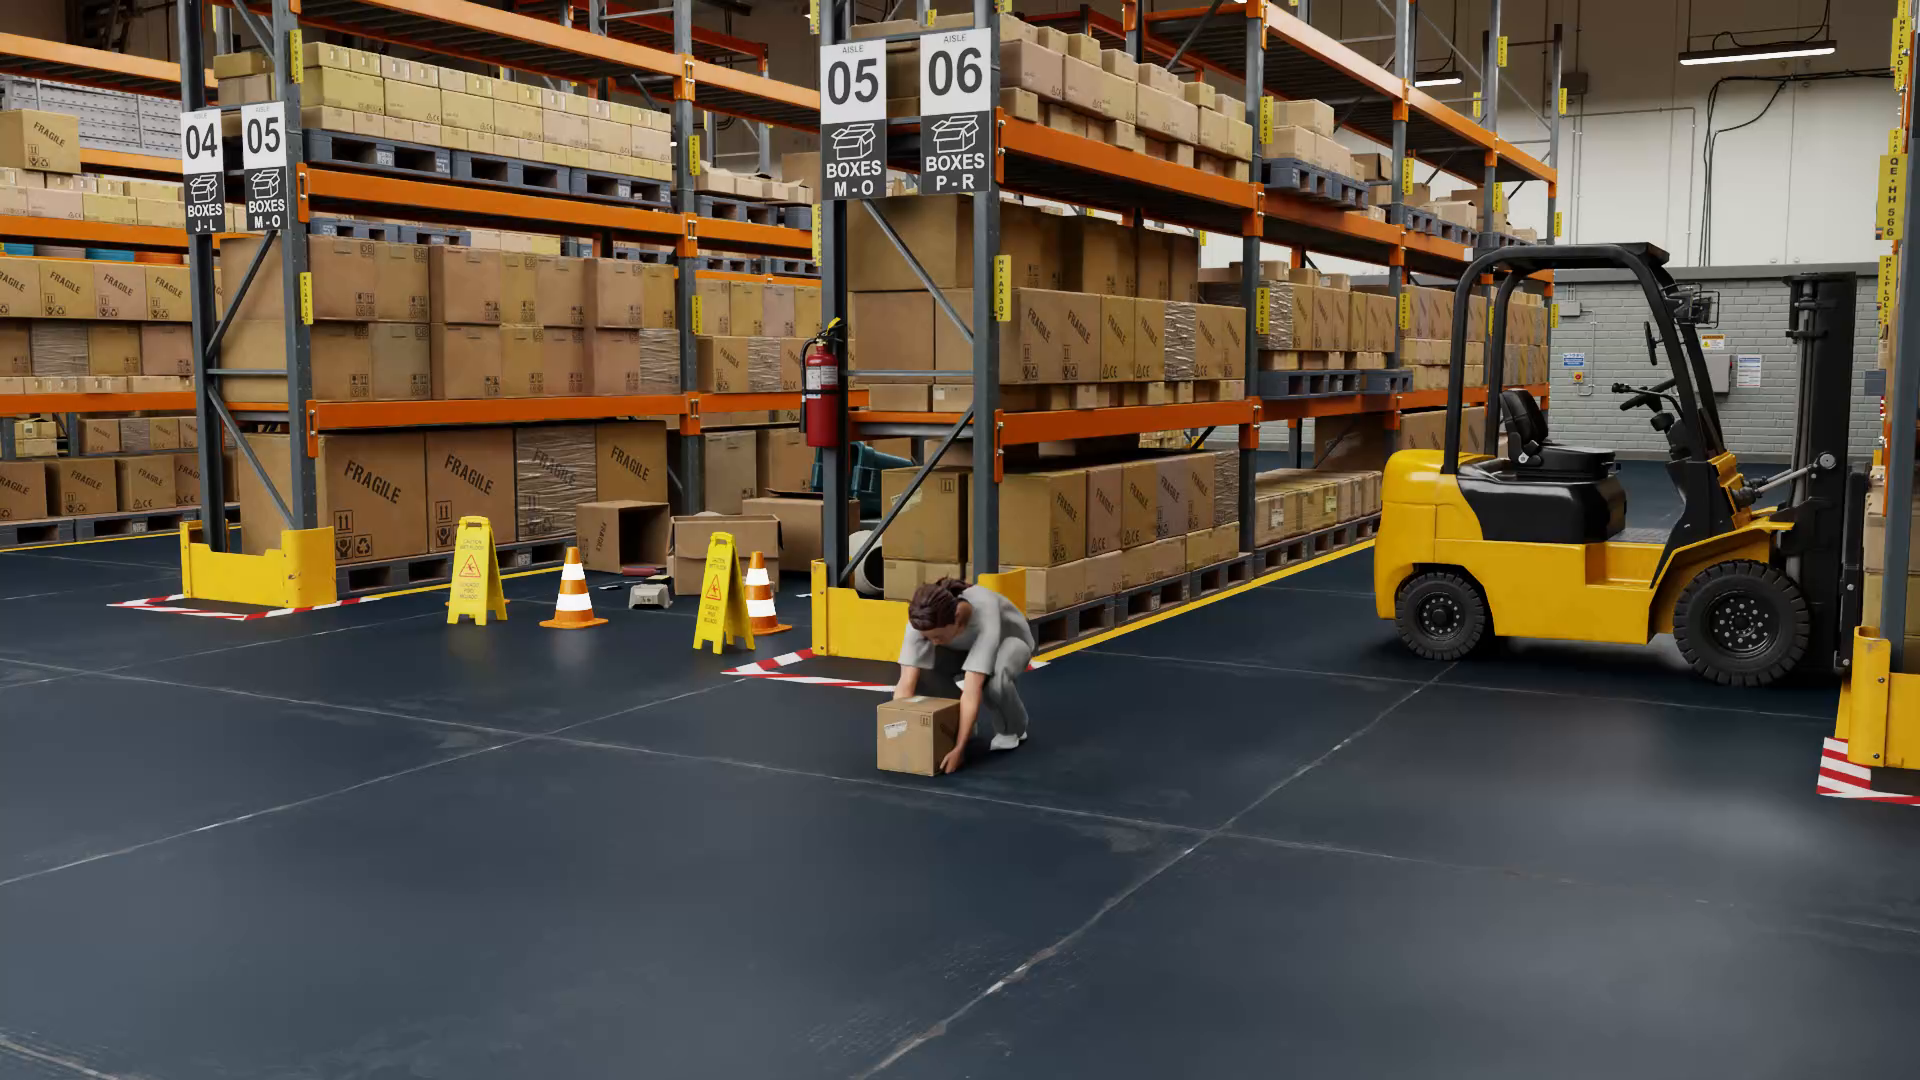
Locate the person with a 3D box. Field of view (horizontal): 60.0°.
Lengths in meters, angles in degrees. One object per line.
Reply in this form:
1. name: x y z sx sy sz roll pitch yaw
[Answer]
1. person: 0.022 0.516 6.691 0.467 0.813 0.839 3 7 28
